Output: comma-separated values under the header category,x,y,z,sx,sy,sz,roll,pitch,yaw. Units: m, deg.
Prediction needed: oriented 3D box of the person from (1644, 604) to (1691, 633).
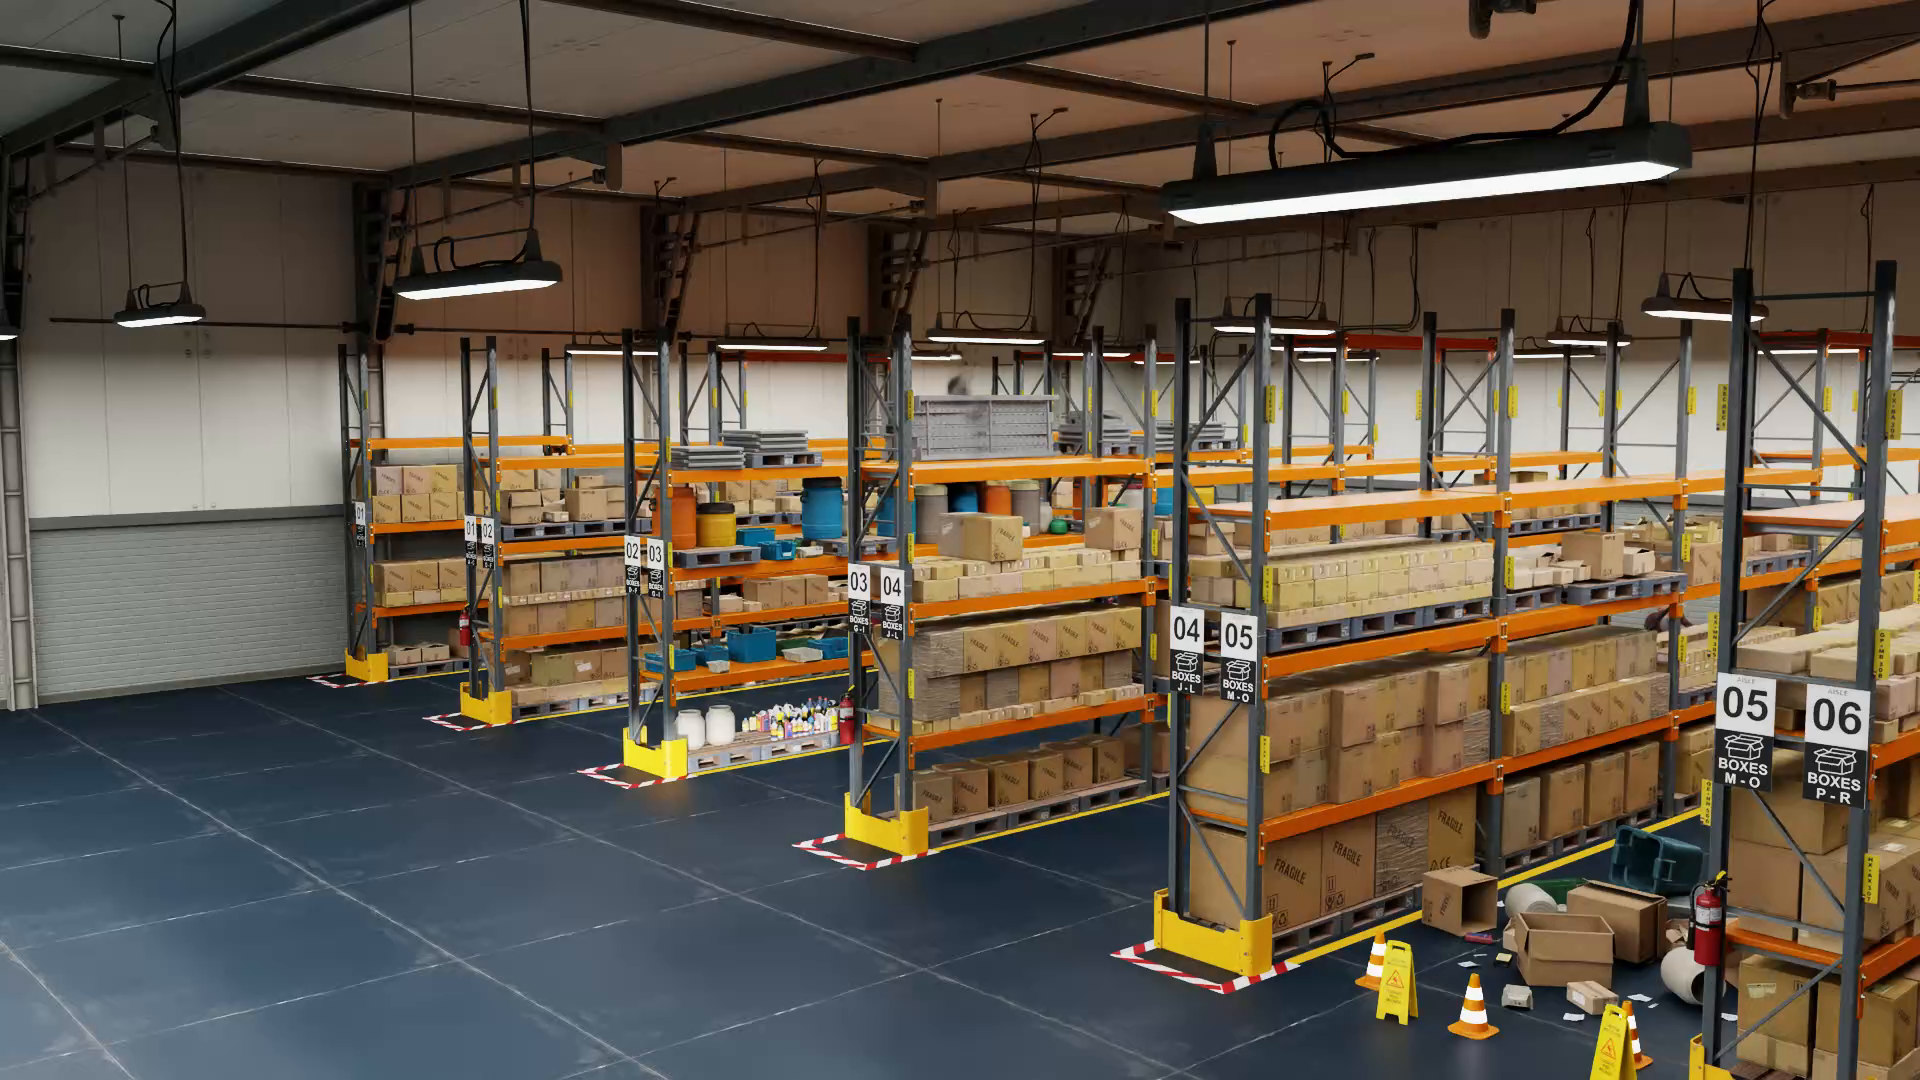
category,x,y,z,sx,sy,sz,roll,pitch,yaw
person,11.886,1.812,27.924,0.787,1.688,0.620,4,6,35
